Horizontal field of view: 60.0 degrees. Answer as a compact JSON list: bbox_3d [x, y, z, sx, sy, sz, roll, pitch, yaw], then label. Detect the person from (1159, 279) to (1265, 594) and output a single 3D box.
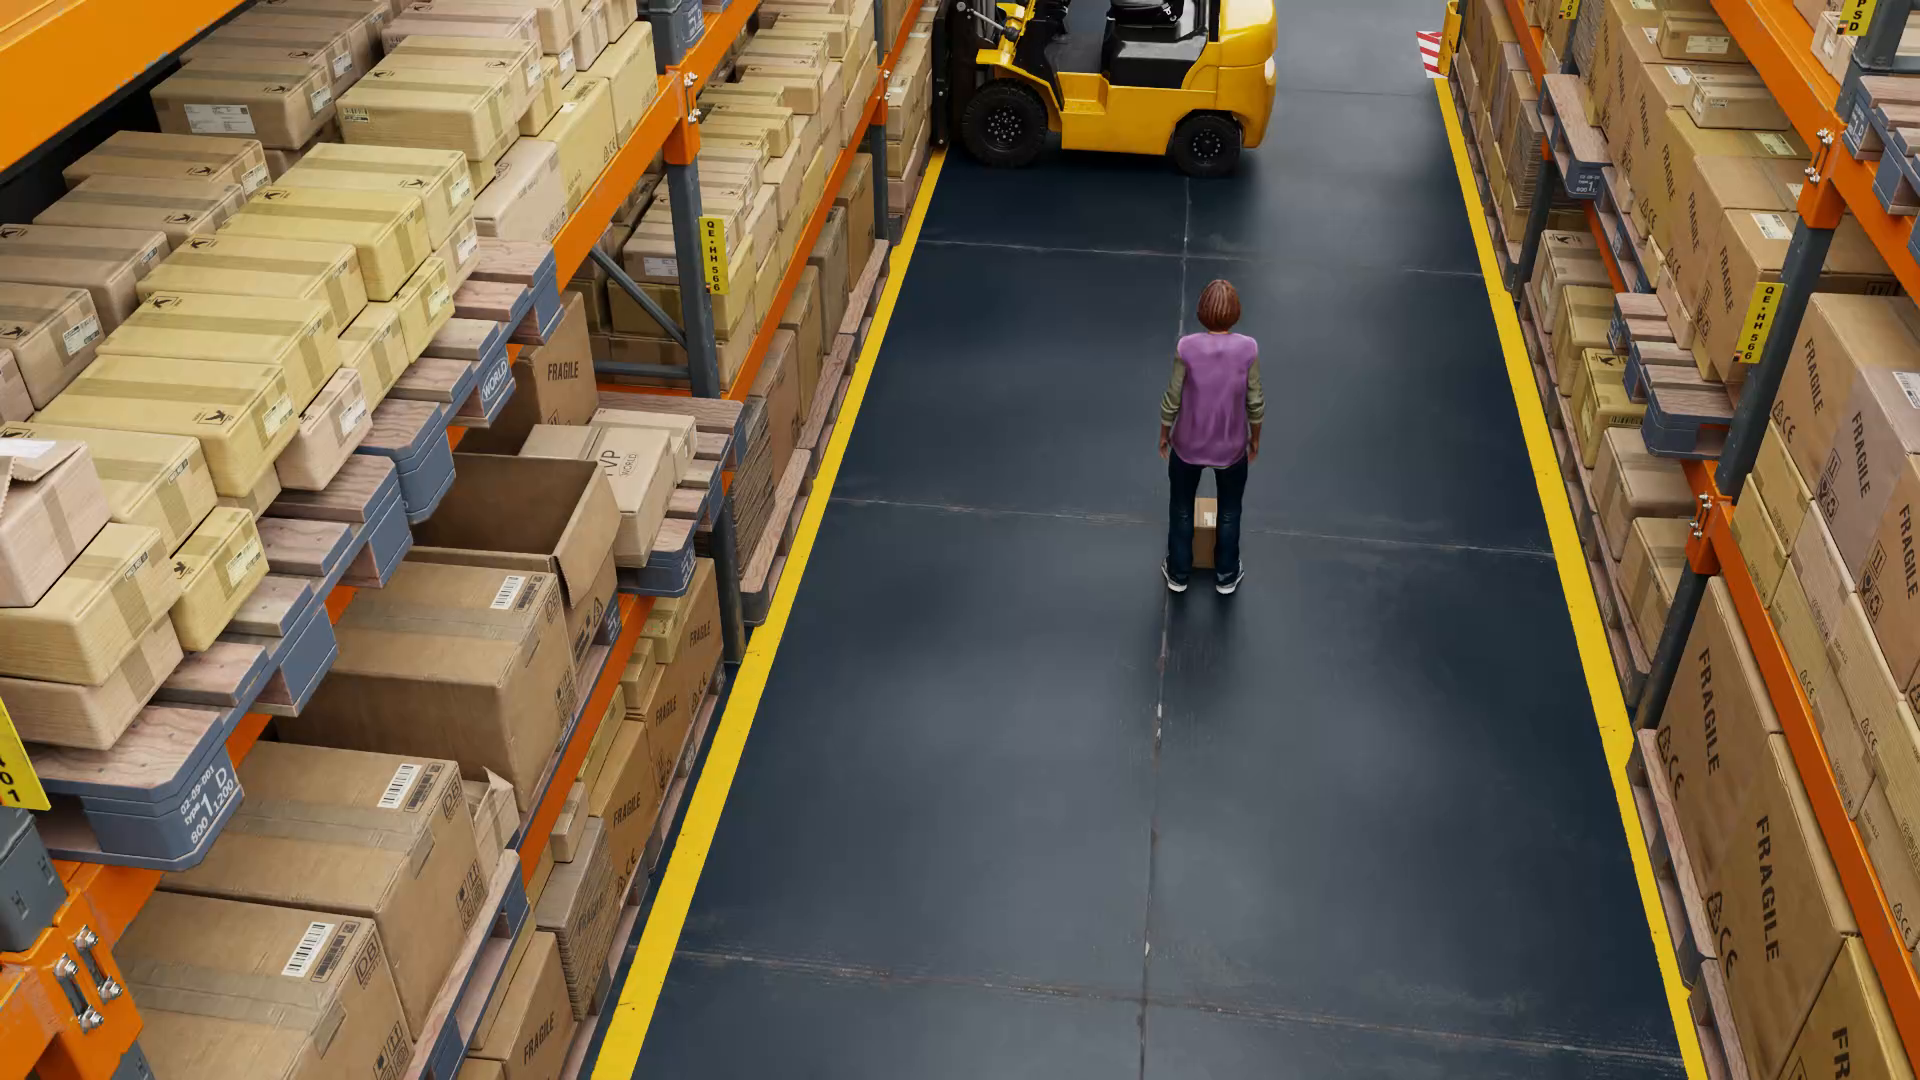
[{"bbox_3d":[1.146,-0.438,7.635,0.472,1.592,0.350,4,37,5],"label":"person"}]
